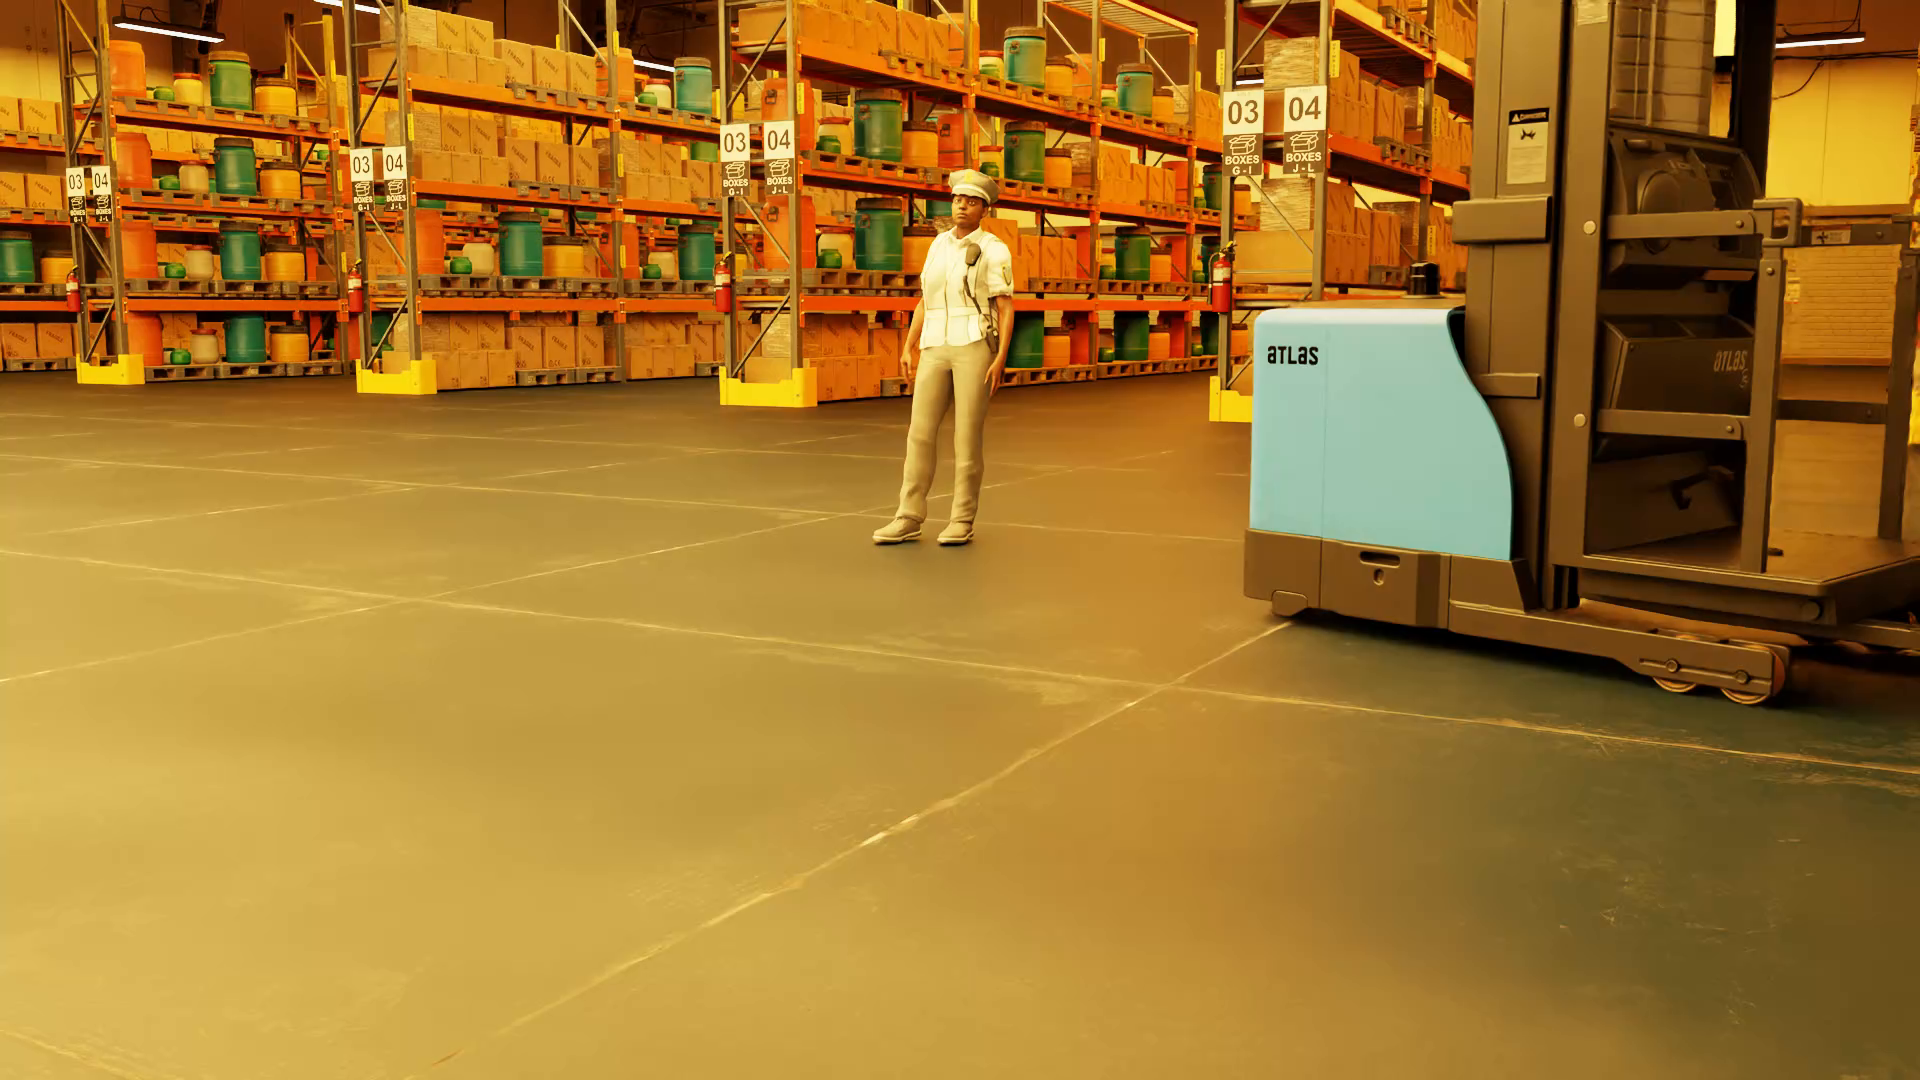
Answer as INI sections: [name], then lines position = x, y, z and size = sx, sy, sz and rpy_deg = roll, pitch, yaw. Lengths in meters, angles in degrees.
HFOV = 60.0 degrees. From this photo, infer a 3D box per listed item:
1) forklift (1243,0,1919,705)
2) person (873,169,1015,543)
[forklift]
position = 2.358, -1.079, 4.914
size = 1.130, 2.935, 3.031
rpy_deg = -7, 10, -41
[person]
position = -0.053, -0.839, 7.641
size = 0.570, 1.697, 0.528
rpy_deg = 4, 9, 29
